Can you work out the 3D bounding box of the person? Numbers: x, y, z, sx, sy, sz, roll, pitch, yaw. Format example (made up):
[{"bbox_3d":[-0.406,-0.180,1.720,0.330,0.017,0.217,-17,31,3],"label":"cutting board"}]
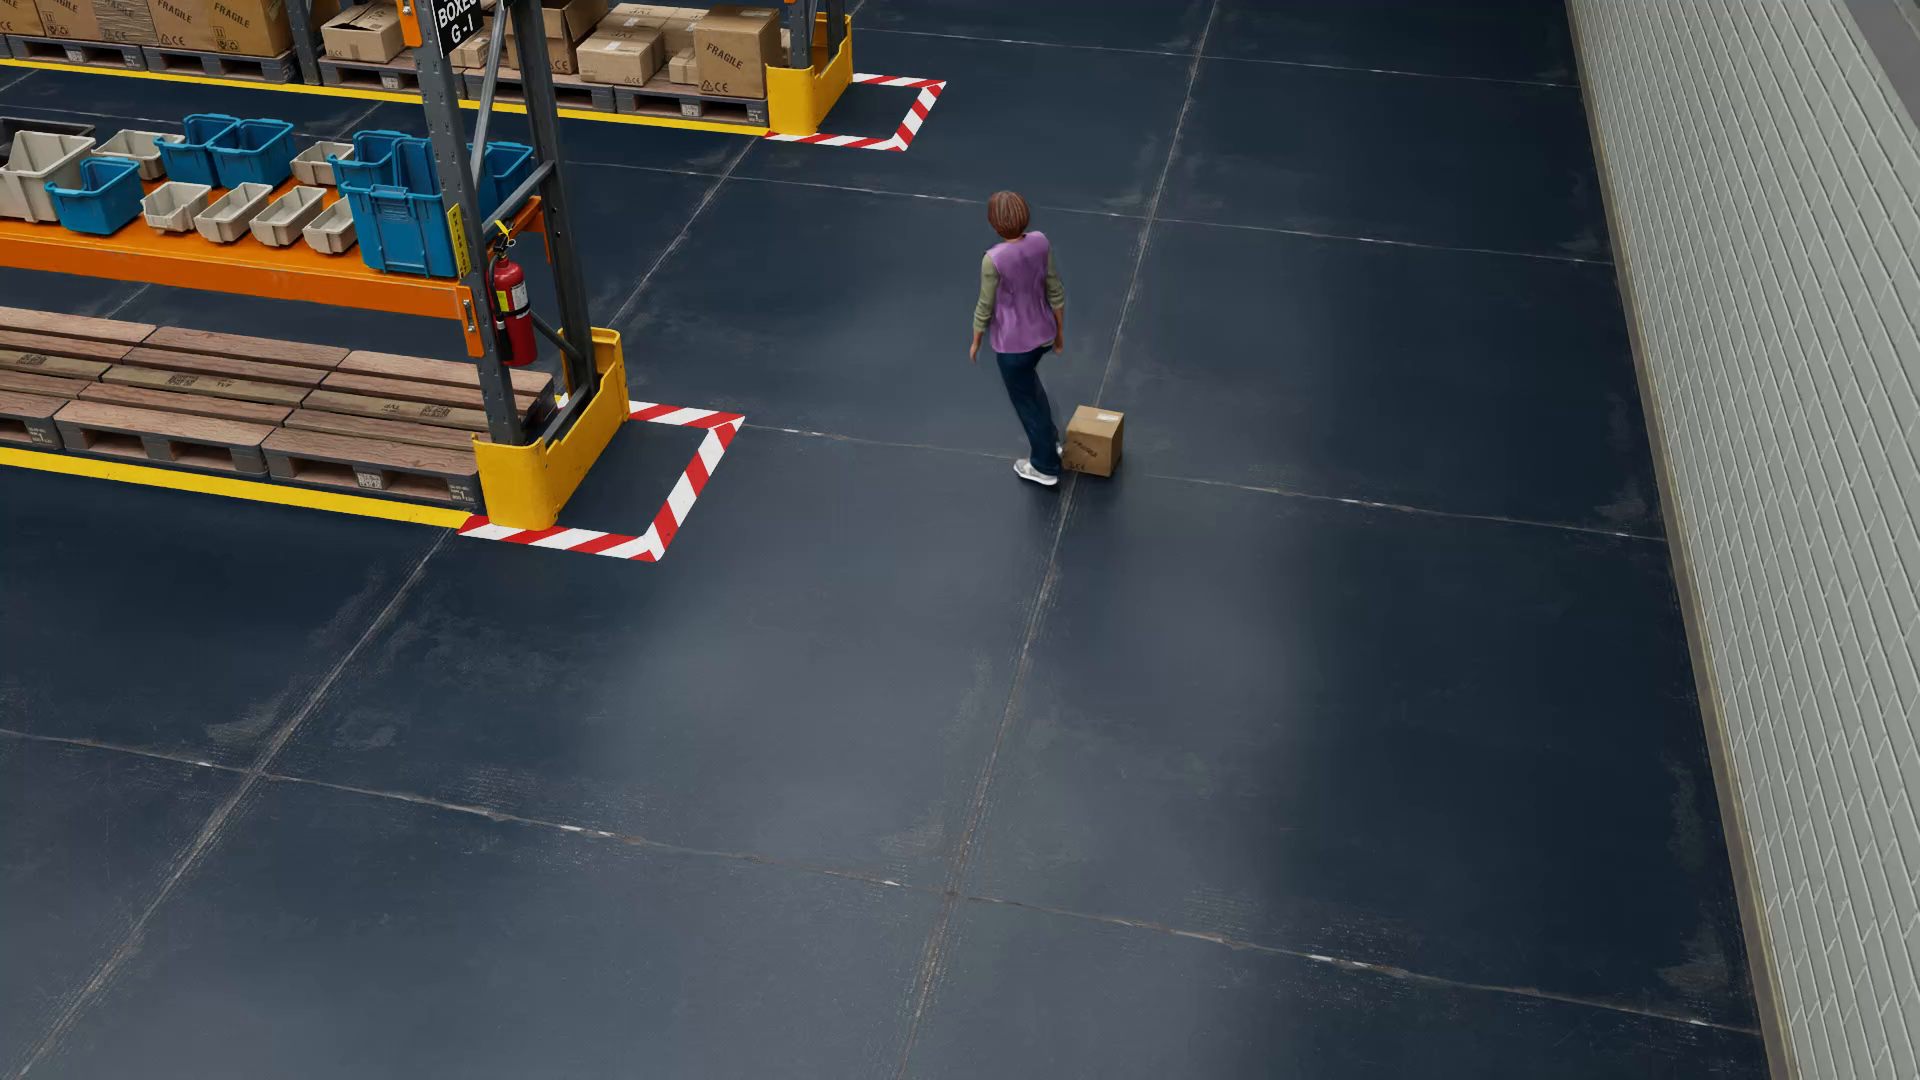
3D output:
[{"bbox_3d":[0.342,-0.988,8.263,0.510,1.574,0.457,-28,45,-32],"label":"person"}]
